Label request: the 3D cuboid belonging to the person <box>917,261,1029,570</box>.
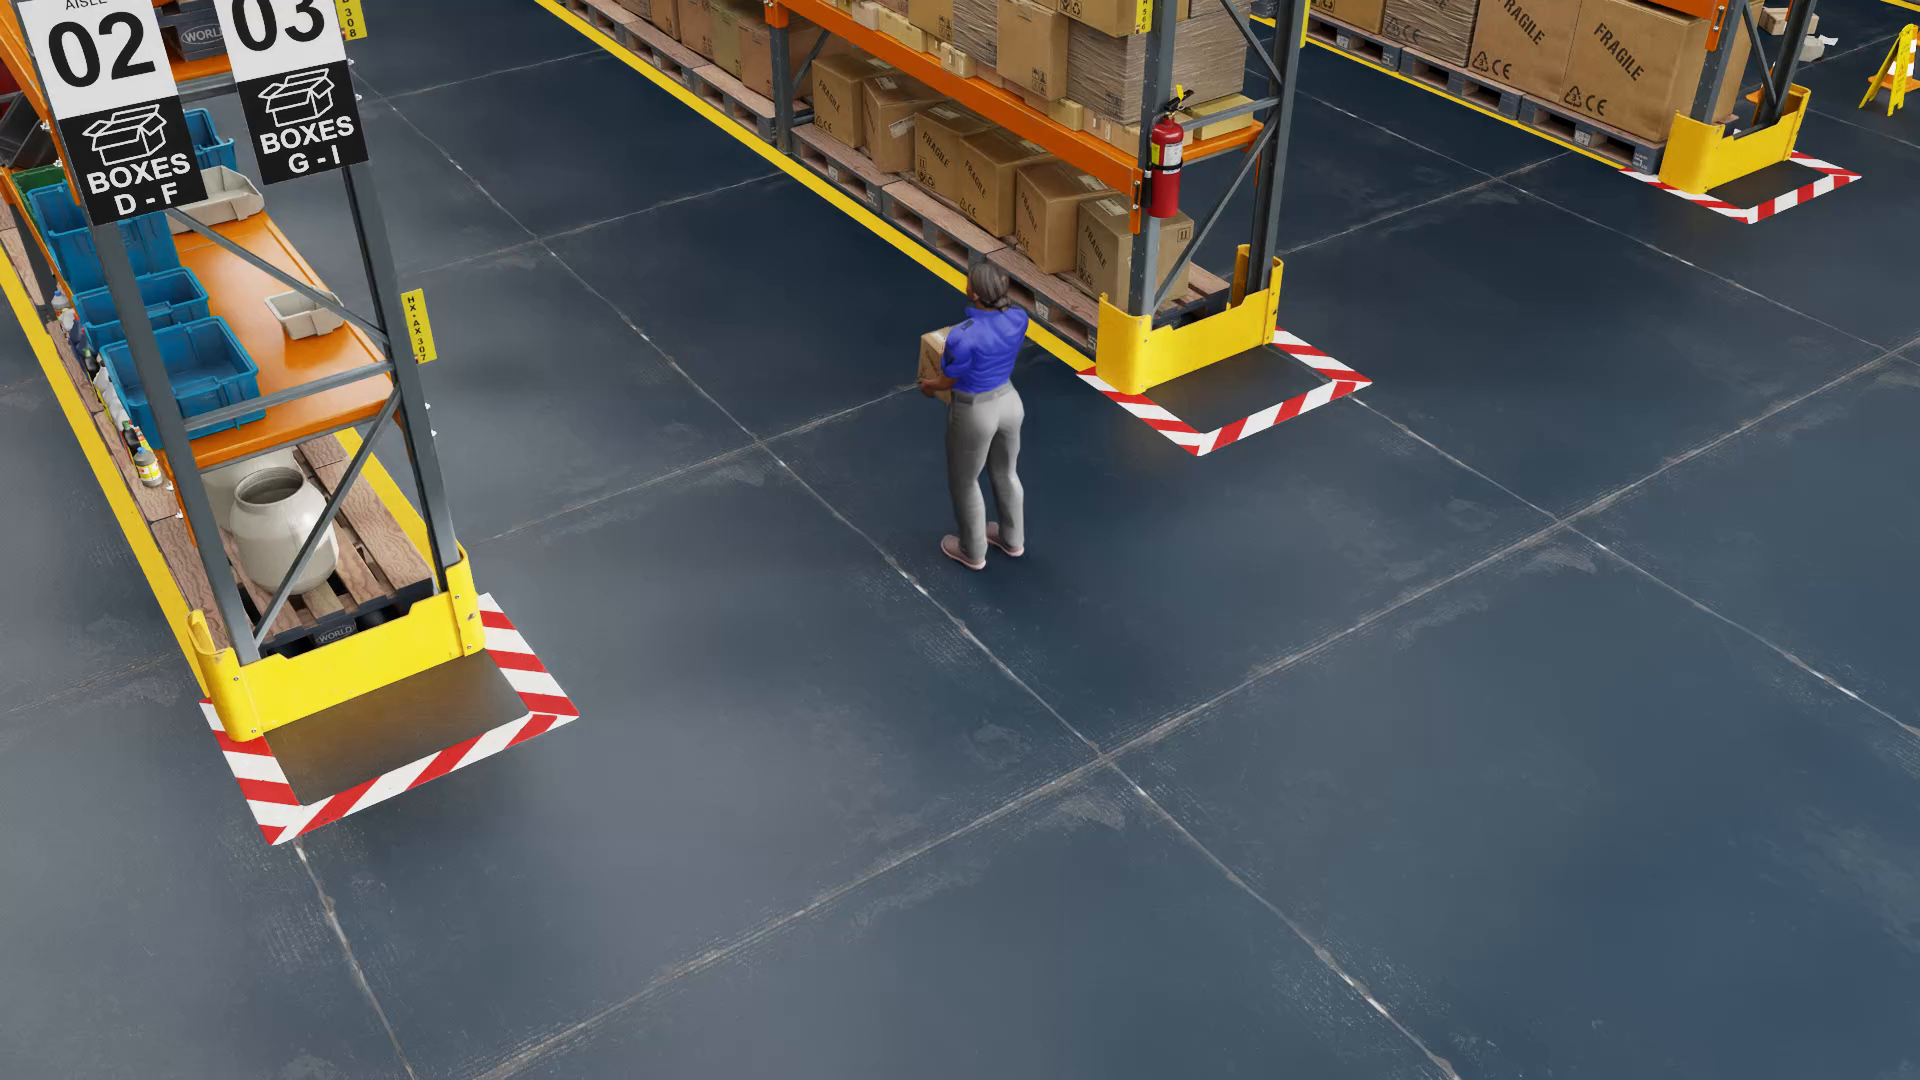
[{"bbox_3d":[0.053,-0.614,7.834,0.458,1.653,0.510,-25,43,-29],"label":"person"}]
